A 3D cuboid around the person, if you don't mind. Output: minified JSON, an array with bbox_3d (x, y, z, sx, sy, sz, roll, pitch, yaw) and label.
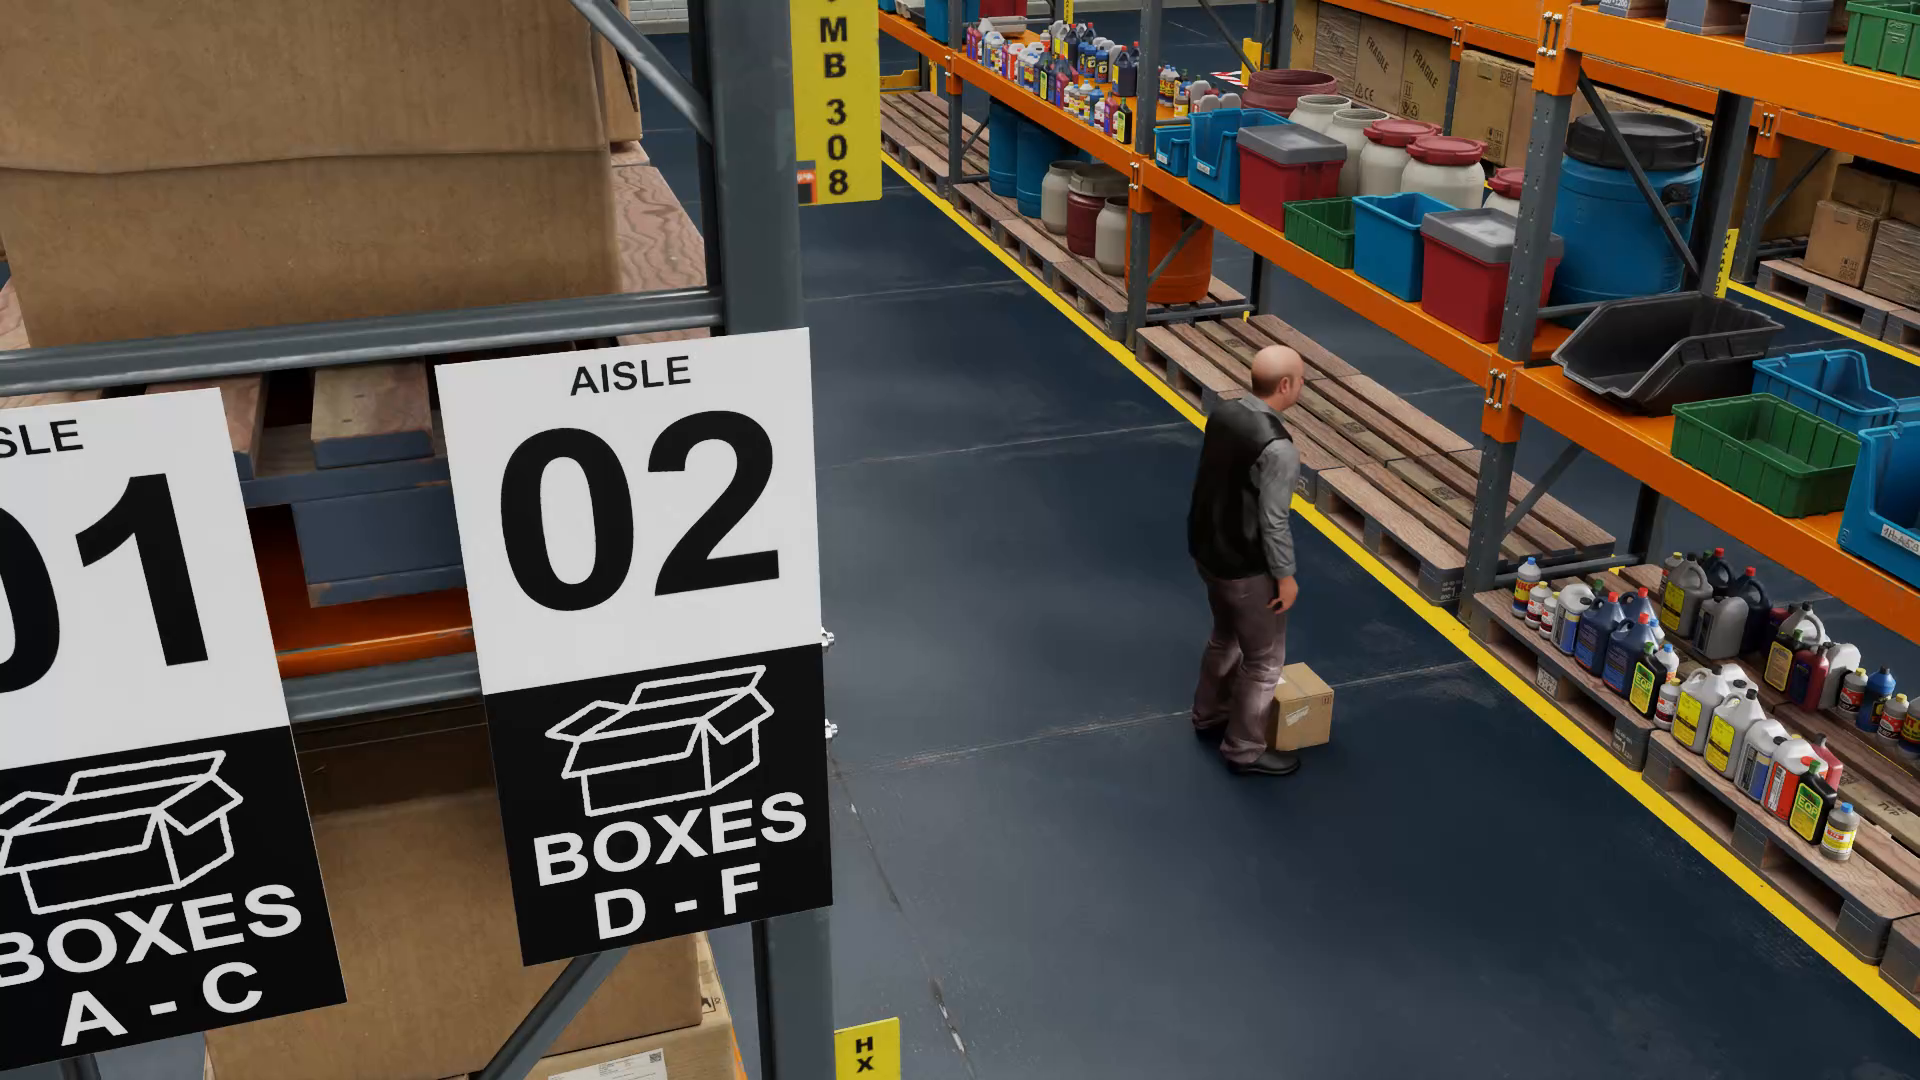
[{"bbox_3d":[1.104,0.076,6.486,0.413,1.721,0.581,-8,27,-16],"label":"person"}]
